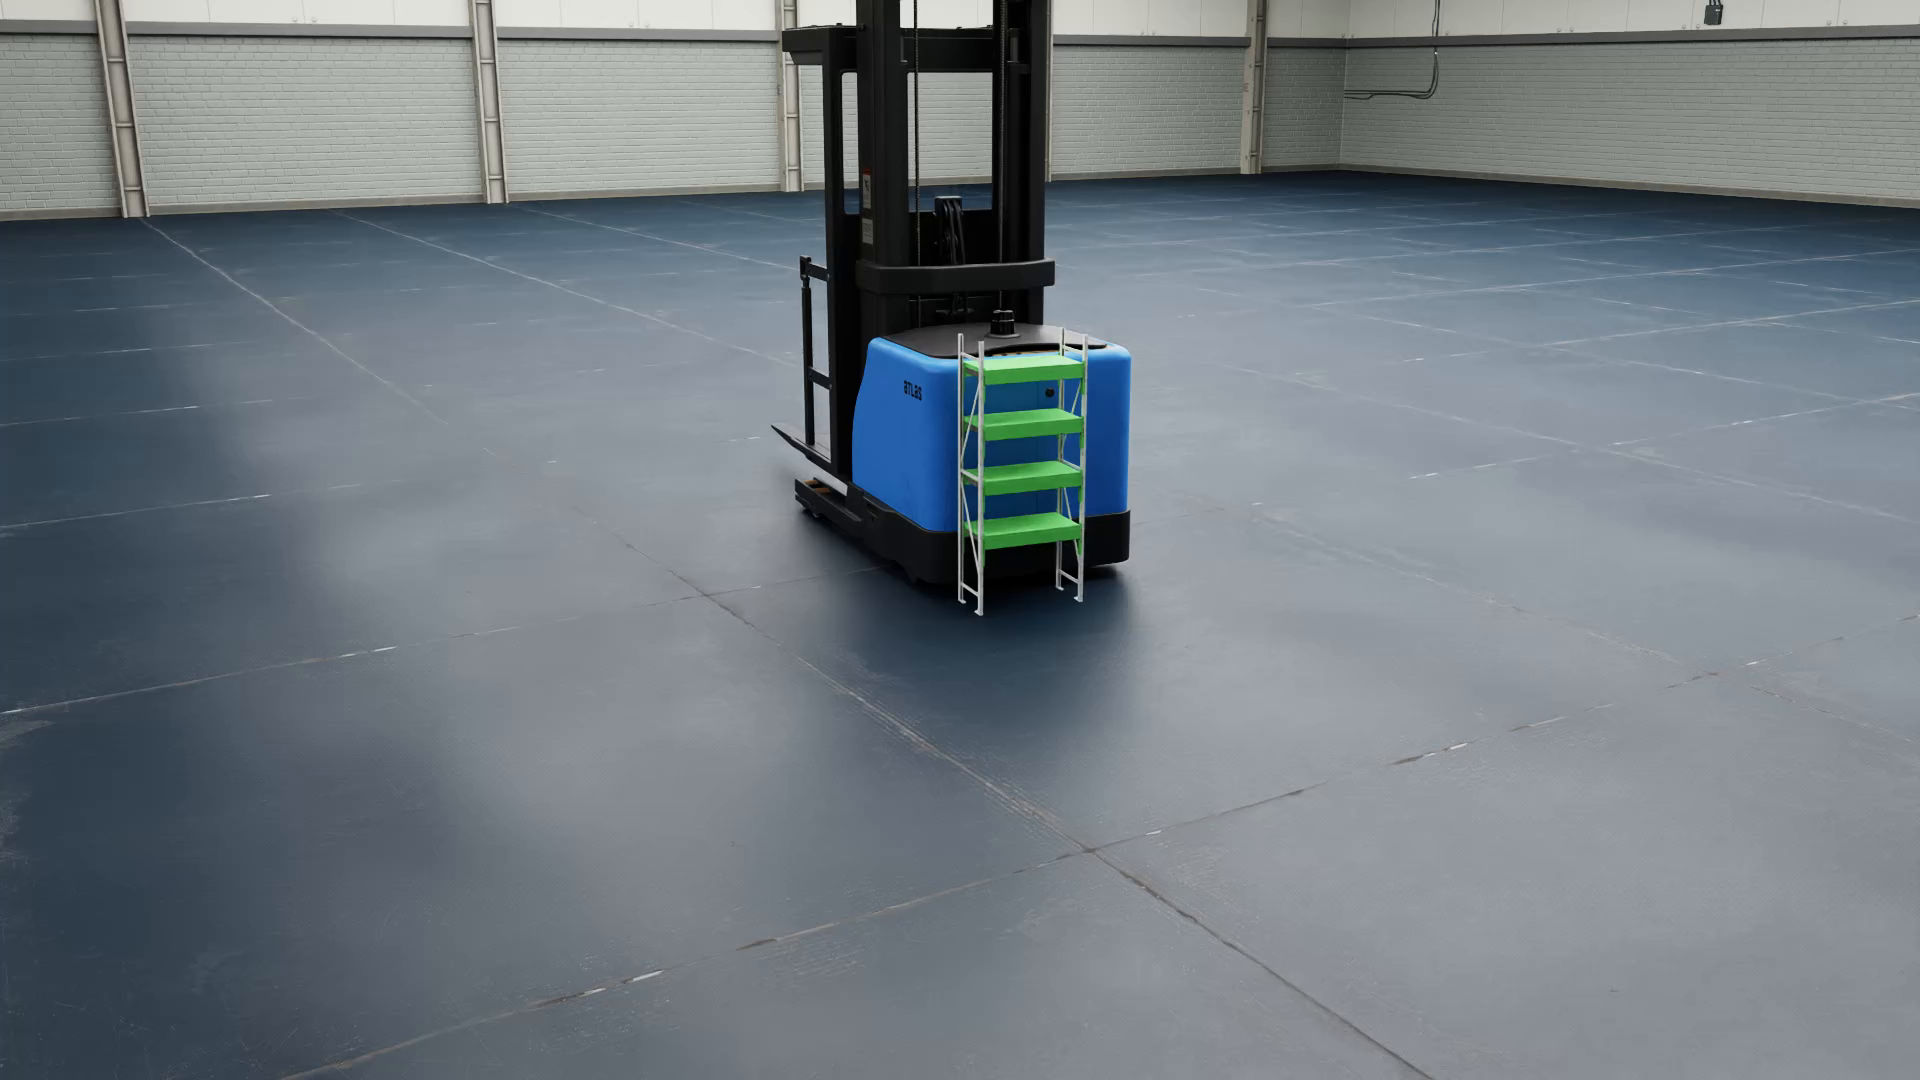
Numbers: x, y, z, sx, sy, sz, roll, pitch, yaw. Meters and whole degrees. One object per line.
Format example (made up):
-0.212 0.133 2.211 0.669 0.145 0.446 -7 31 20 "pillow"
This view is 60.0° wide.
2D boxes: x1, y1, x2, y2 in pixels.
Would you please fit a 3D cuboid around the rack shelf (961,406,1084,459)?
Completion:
0.270 -0.473 7.243 0.480 0.148 0.258 -7 17 -22 "rack shelf"

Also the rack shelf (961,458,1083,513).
0.270 -0.242 7.308 0.480 0.148 0.258 -7 17 -22 "rack shelf"

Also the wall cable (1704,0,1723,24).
14.978 -12.585 30.354 0.169 6.003 2.305 -9 18 -30 "wall cable"

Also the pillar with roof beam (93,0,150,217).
-11.459 -8.710 22.833 0.400 9.000 9.100 -9 18 -30 "pillar with roof beam"

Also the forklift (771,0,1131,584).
-0.245 -1.566 8.586 1.130 2.935 3.031 -7 17 -22 "forklift"

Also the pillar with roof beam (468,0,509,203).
-6.316 -9.545 25.808 0.400 9.000 9.100 -9 18 -30 "pillar with roof beam"

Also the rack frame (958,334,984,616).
0.046 -0.277 7.198 0.015 1.200 0.240 -7 17 -22 "rack frame"

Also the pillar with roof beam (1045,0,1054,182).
3.970 -11.213 31.759 0.400 9.000 9.100 -9 18 -30 "pillar with roof beam"

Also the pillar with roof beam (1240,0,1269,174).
9.113 -12.047 34.734 0.400 9.000 9.100 -9 18 -30 "pillar with roof beam"

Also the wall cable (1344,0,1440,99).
10.103 -11.651 39.076 0.112 2.526 3.097 -9 18 -30 "wall cable"

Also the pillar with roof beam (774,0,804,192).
-1.173 -10.379 28.783 0.400 9.000 9.100 -9 18 -30 "pillar with roof beam"

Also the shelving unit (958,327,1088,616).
0.270 -0.303 7.290 0.503 1.200 0.258 -7 17 -22 "shelving unit"

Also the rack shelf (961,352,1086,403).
0.270 -0.704 7.178 0.480 0.148 0.258 -7 17 -22 "rack shelf"

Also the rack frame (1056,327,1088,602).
0.495 -0.329 7.383 0.015 1.200 0.240 -7 17 -22 "rack frame"

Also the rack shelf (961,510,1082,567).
0.270 -0.011 7.372 0.480 0.148 0.258 -7 17 -22 "rack shelf"
